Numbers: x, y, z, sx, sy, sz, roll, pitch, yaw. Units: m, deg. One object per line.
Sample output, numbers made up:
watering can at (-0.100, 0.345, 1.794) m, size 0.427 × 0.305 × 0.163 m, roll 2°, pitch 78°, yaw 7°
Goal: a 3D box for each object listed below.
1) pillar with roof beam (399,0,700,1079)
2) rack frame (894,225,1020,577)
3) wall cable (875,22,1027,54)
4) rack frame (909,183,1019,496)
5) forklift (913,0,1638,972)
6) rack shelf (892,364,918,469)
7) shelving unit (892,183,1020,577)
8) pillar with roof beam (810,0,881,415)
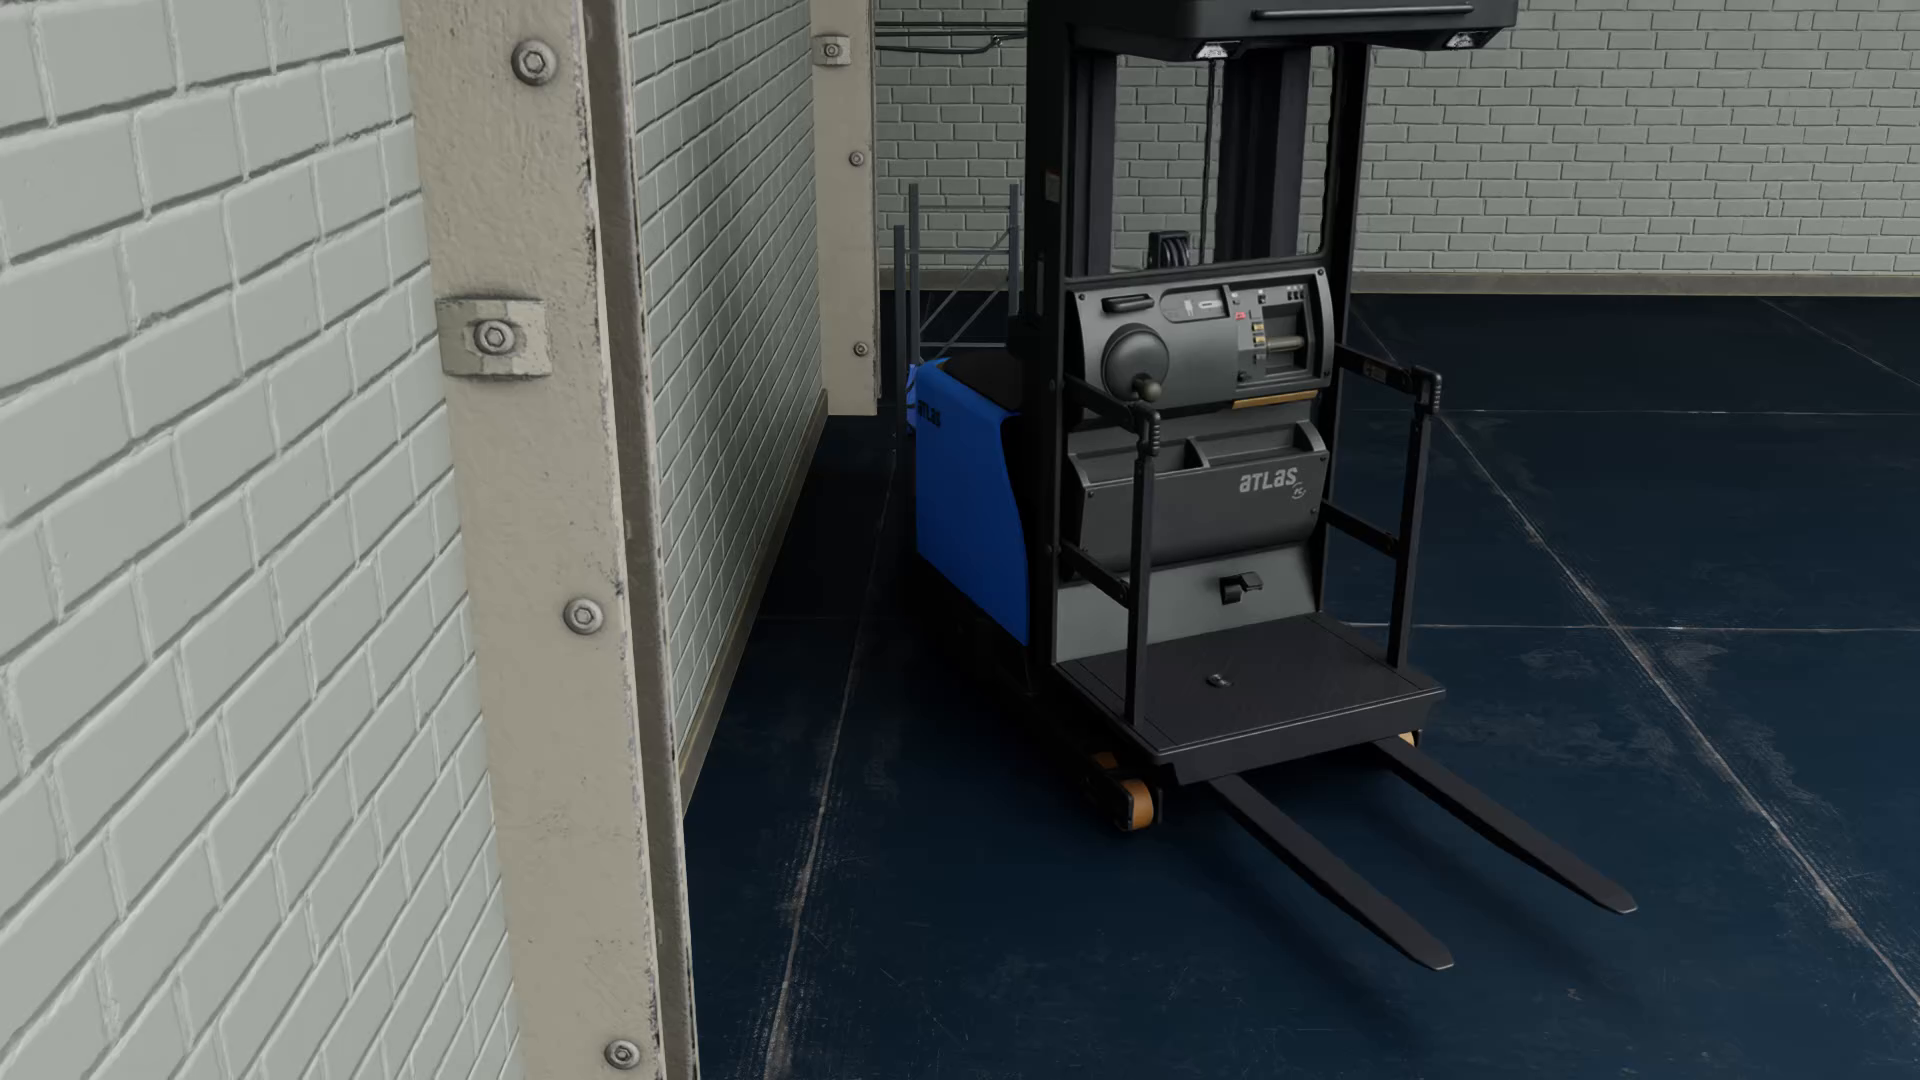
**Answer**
pillar with roof beam at (3.502, -2.751, 2.180) m, size 9.100 × 9.000 × 0.400 m, roll 1°, pitch 21°, yaw 2°
rack frame at (-0.013, -0.546, 6.863) m, size 0.500 × 1.500 × 0.032 m, roll 1°, pitch 21°, yaw 2°
wall cable at (0.793, -4.571, 11.162) m, size 3.097 × 2.526 × 0.112 m, roll 1°, pitch 21°, yaw 2°
rack frame at (0.018, -0.914, 7.811) m, size 0.500 × 1.500 × 0.032 m, roll 1°, pitch 21°, yaw 2°
forklift at (0.875, -0.634, 5.112) m, size 1.130 × 2.935 × 3.031 m, roll -9°, pitch 23°, yaw -22°
rack shelf at (0.003, -0.562, 7.402) m, size 0.538 × 0.185 × 1.000 m, roll 1°, pitch 21°, yaw 2°
shelving unit at (0.003, -0.730, 7.337) m, size 0.538 × 1.500 × 1.048 m, roll 1°, pitch 21°, yaw 2°
pillar with roof beam at (3.685, -4.921, 7.771) m, size 9.100 × 9.000 × 0.400 m, roll 1°, pitch 21°, yaw 2°
